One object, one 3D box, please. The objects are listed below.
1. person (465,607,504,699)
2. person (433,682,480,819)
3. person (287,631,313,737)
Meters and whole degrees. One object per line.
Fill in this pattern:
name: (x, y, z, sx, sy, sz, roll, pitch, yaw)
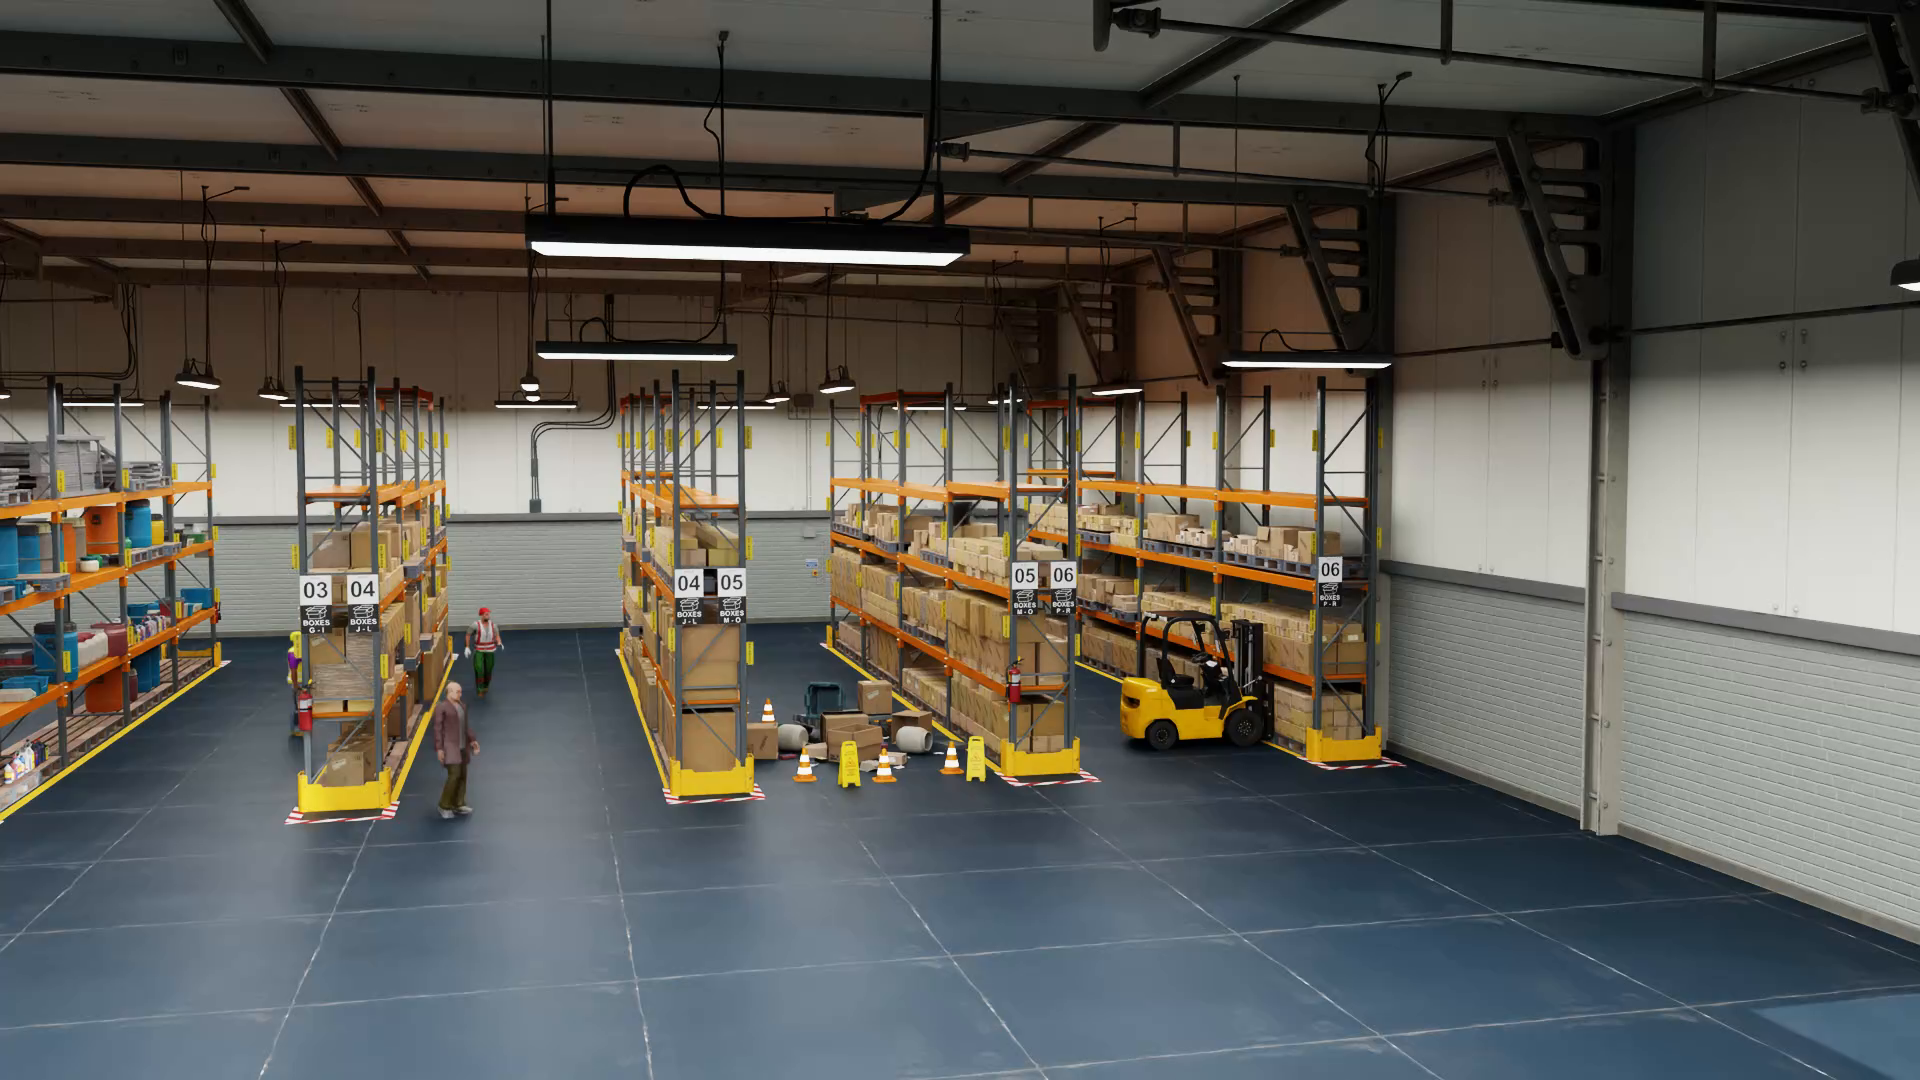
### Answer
person: (-9.332, 2.217, 32.633, 0.748, 1.813, 0.877, -1, 4, -14)
person: (-6.732, 2.818, 22.288, 0.406, 1.838, 0.622, 1, 4, 20)
person: (-11.174, 2.425, 28.141, 0.392, 1.769, 0.627, -2, 4, -25)
